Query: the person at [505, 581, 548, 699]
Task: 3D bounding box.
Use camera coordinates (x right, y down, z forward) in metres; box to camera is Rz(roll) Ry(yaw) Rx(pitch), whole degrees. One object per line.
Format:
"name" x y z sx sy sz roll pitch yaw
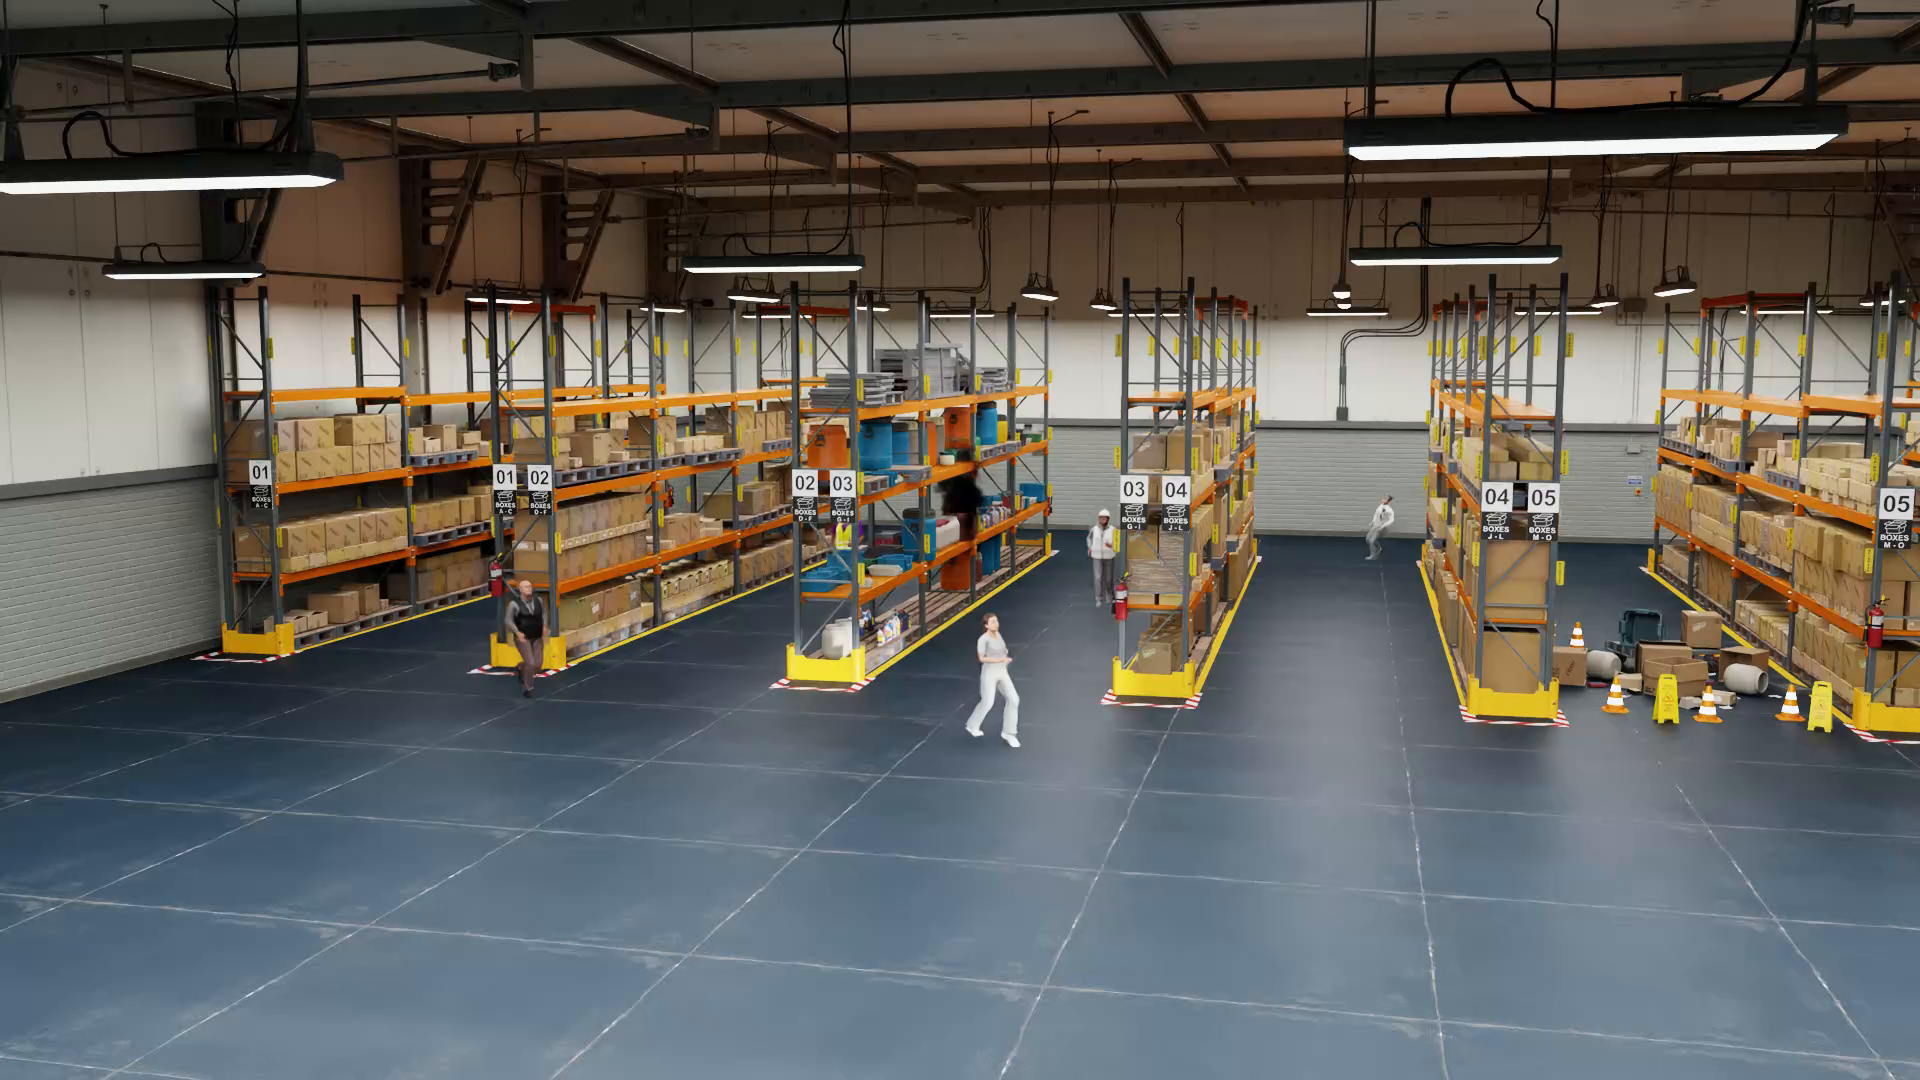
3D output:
"person" -6.283 1.417 24.070 0.669 1.708 0.653 -6 9 -41

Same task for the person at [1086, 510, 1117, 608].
"person" 2.625 0.343 30.483 0.666 1.795 0.867 1 7 11

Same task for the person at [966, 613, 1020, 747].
"person" 0.430 1.764 21.173 0.570 1.698 0.825 -6 9 -43

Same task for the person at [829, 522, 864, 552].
"person" -2.193 0.199 31.848 0.706 1.739 0.575 1 7 11

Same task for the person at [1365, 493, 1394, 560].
"person" 9.906 -0.304 39.233 0.531 1.606 0.682 -2 7 -18
